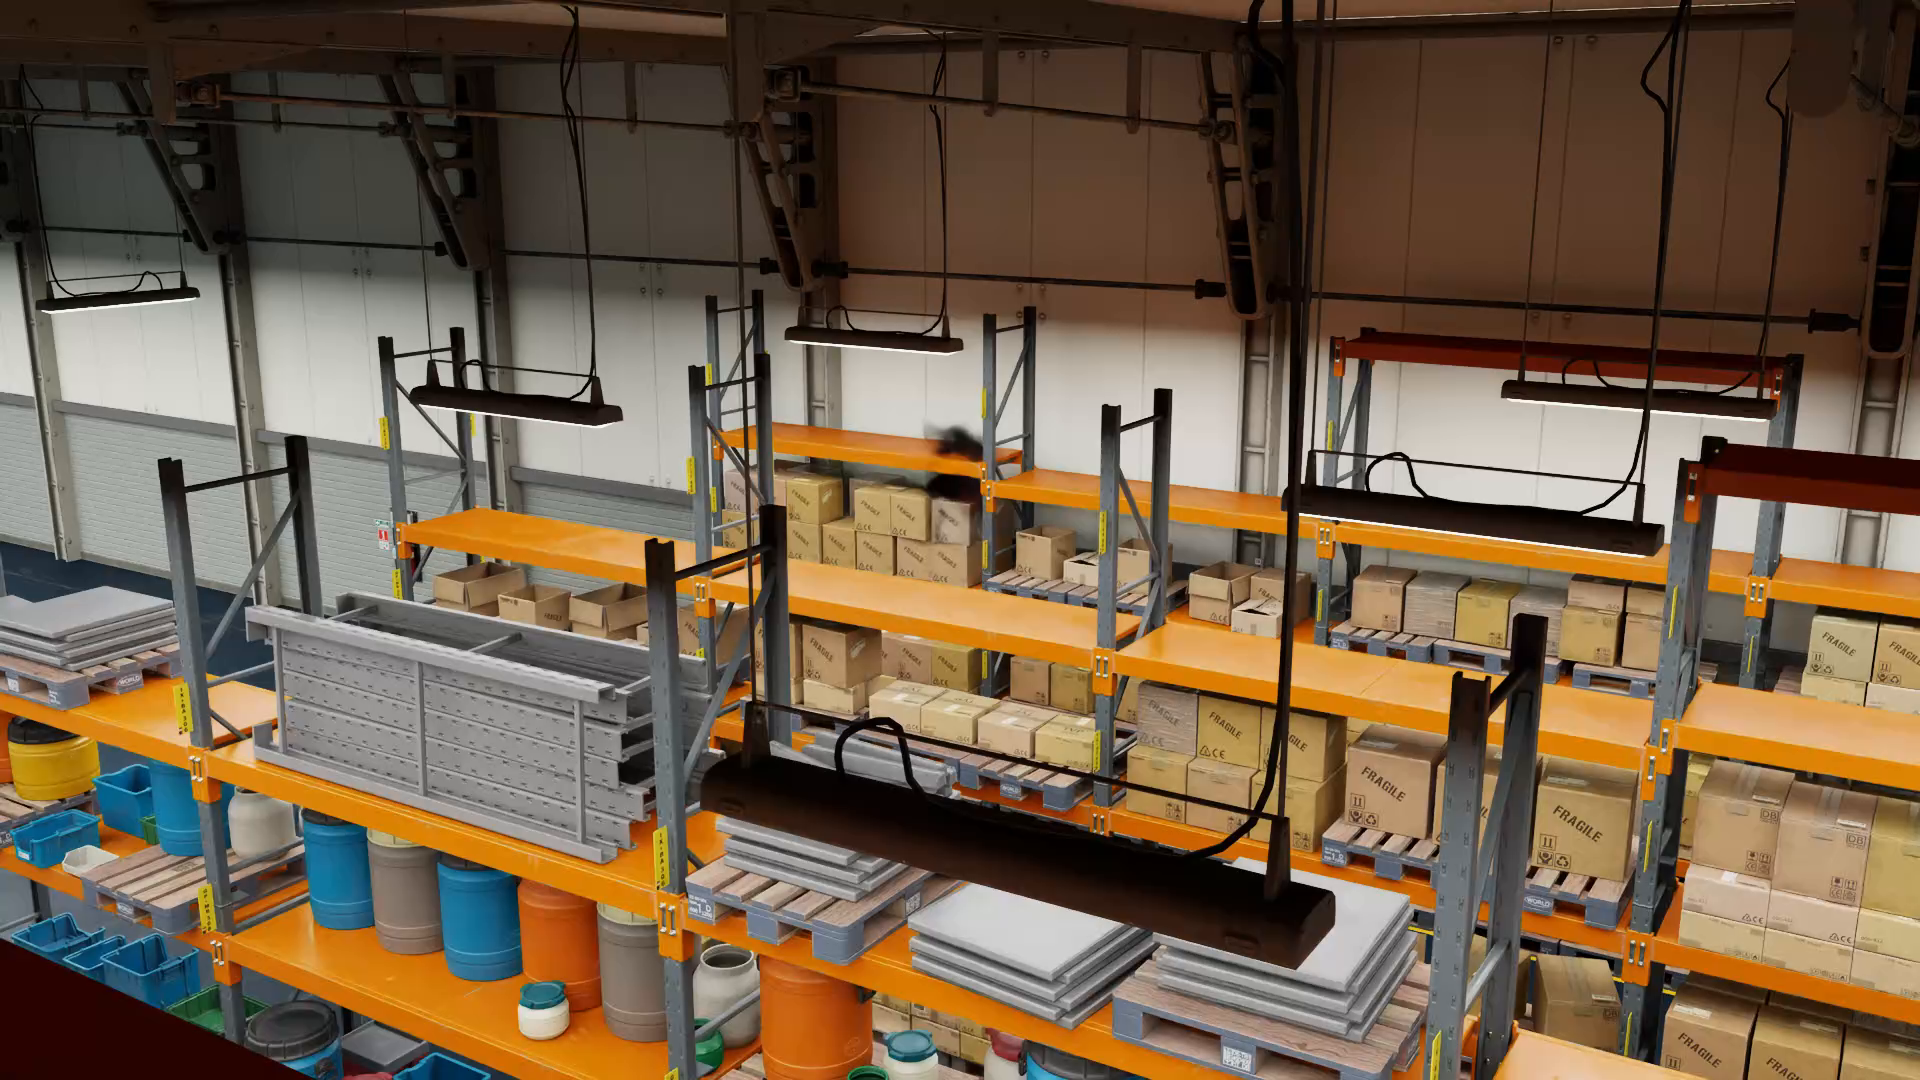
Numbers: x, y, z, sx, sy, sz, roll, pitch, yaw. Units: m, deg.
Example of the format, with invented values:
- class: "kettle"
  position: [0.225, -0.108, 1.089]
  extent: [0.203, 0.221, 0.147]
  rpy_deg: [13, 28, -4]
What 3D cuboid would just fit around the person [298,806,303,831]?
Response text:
- class: "person"
  position: [-7.144, 2.769, 18.482]
  extent: [0.663, 1.740, 0.721]
  rpy_deg: [-7, 15, -26]
